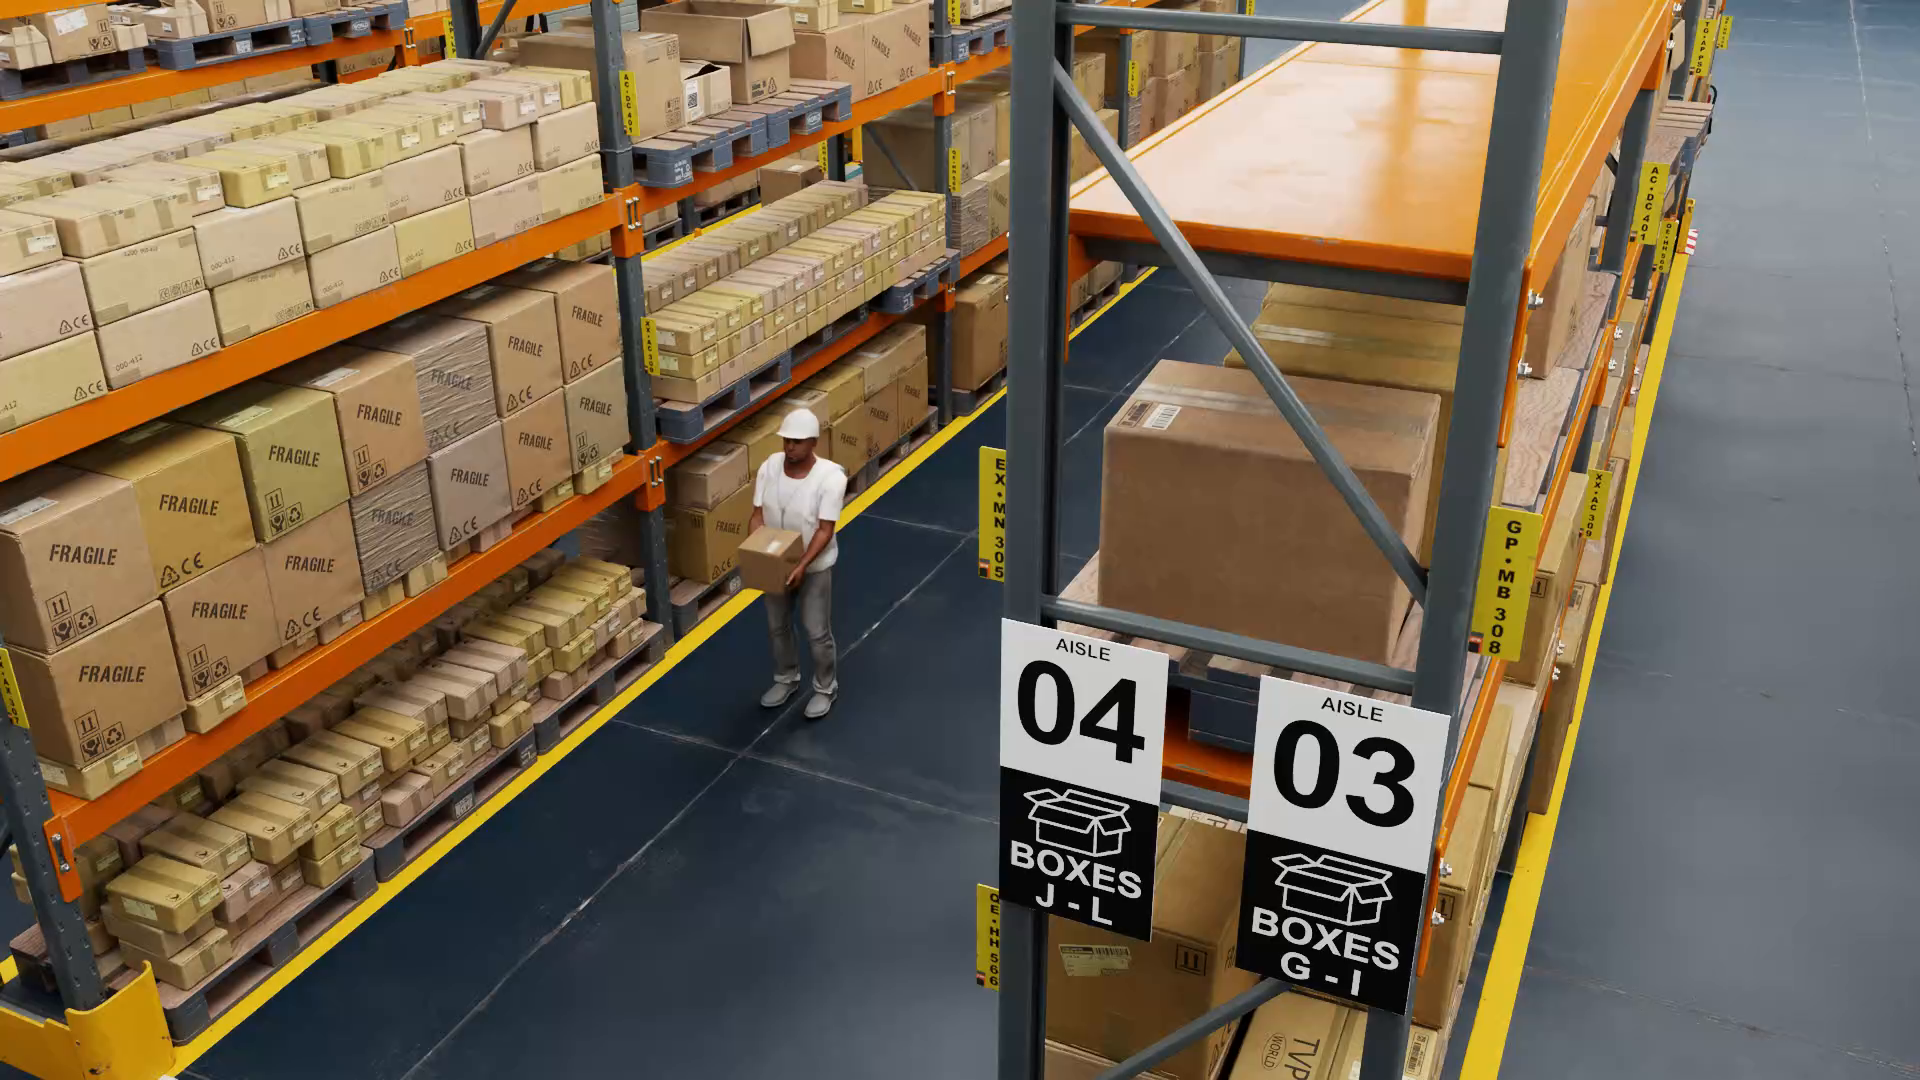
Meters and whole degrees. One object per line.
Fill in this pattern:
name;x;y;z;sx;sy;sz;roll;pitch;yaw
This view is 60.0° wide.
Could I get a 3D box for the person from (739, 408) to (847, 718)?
person;-0.919;0.162;9.073;0.521;1.765;0.573;11;28;22
